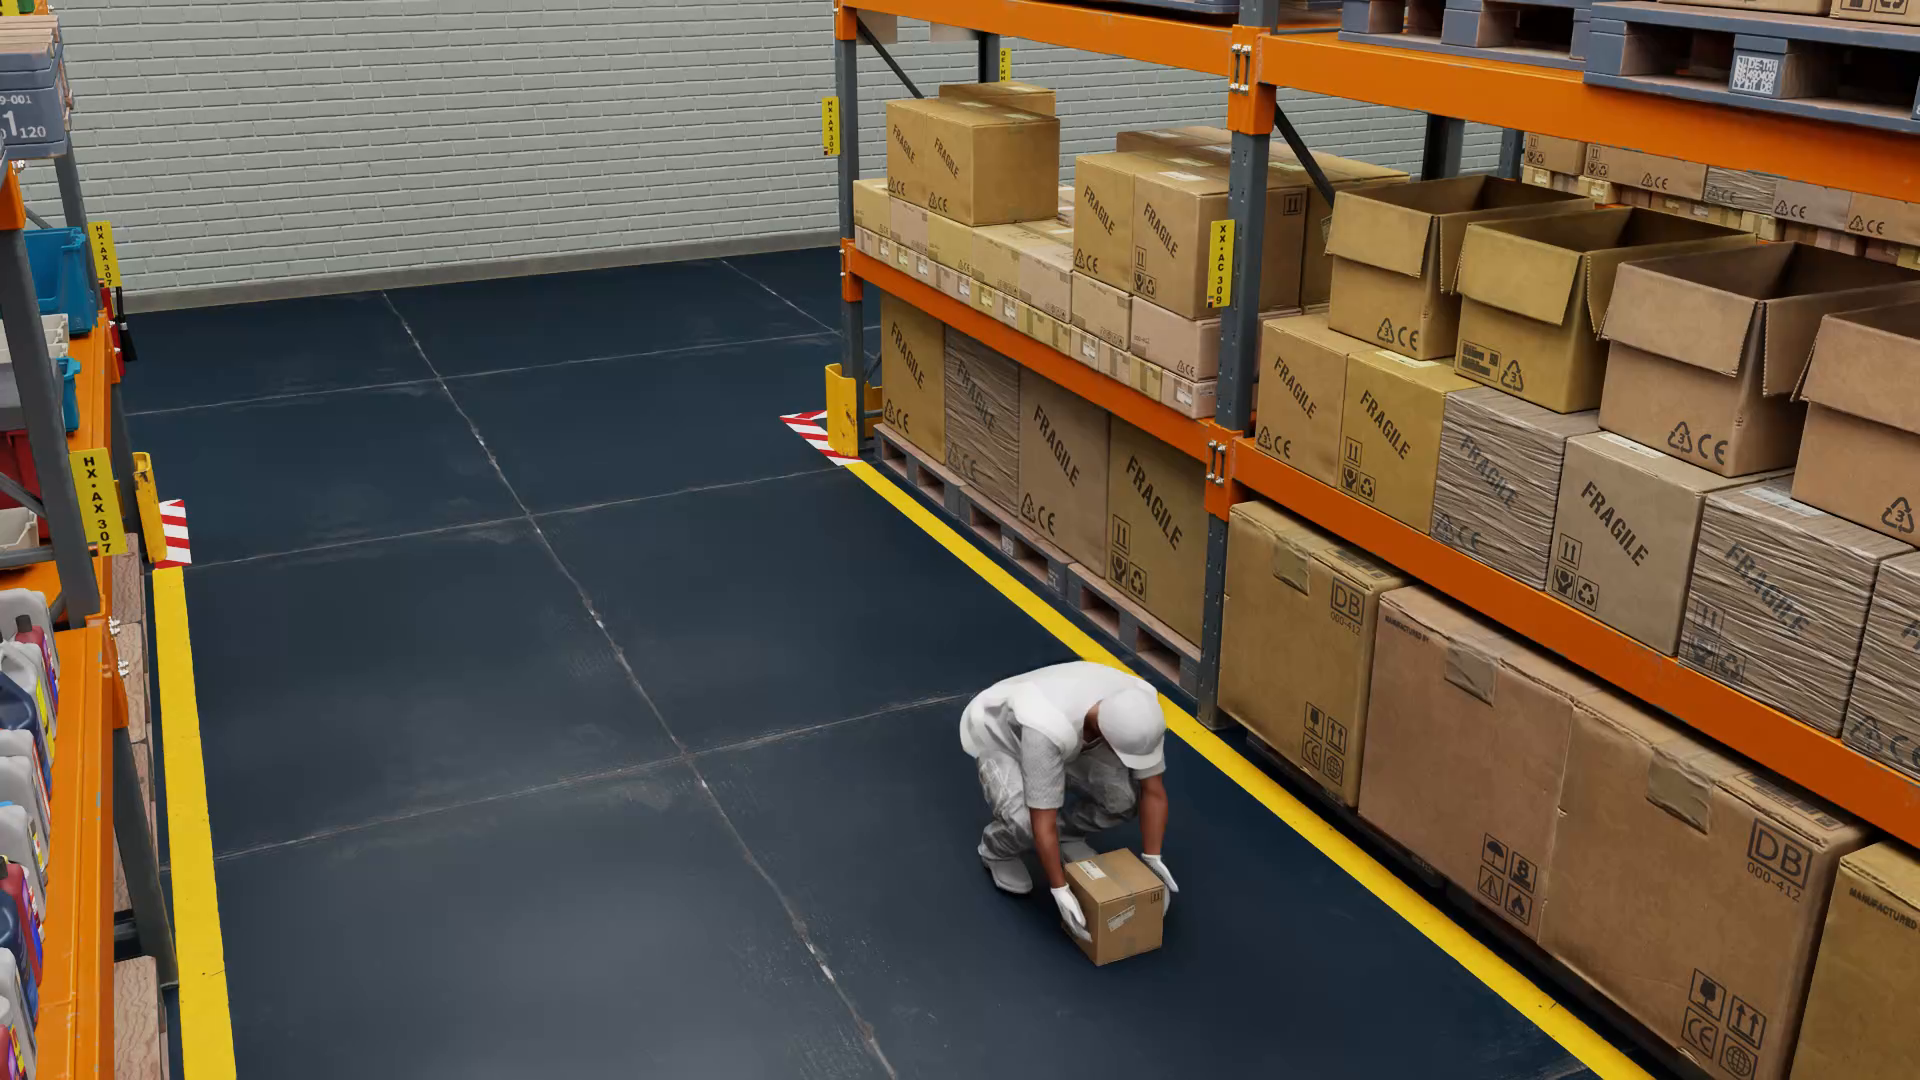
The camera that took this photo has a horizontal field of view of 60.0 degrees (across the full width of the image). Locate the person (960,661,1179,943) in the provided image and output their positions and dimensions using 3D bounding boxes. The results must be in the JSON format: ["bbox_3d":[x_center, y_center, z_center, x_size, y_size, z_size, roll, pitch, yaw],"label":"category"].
[{"bbox_3d":[0.373,0.797,5.746,0.577,0.921,0.911,-10,24,-24],"label":"person"}]
